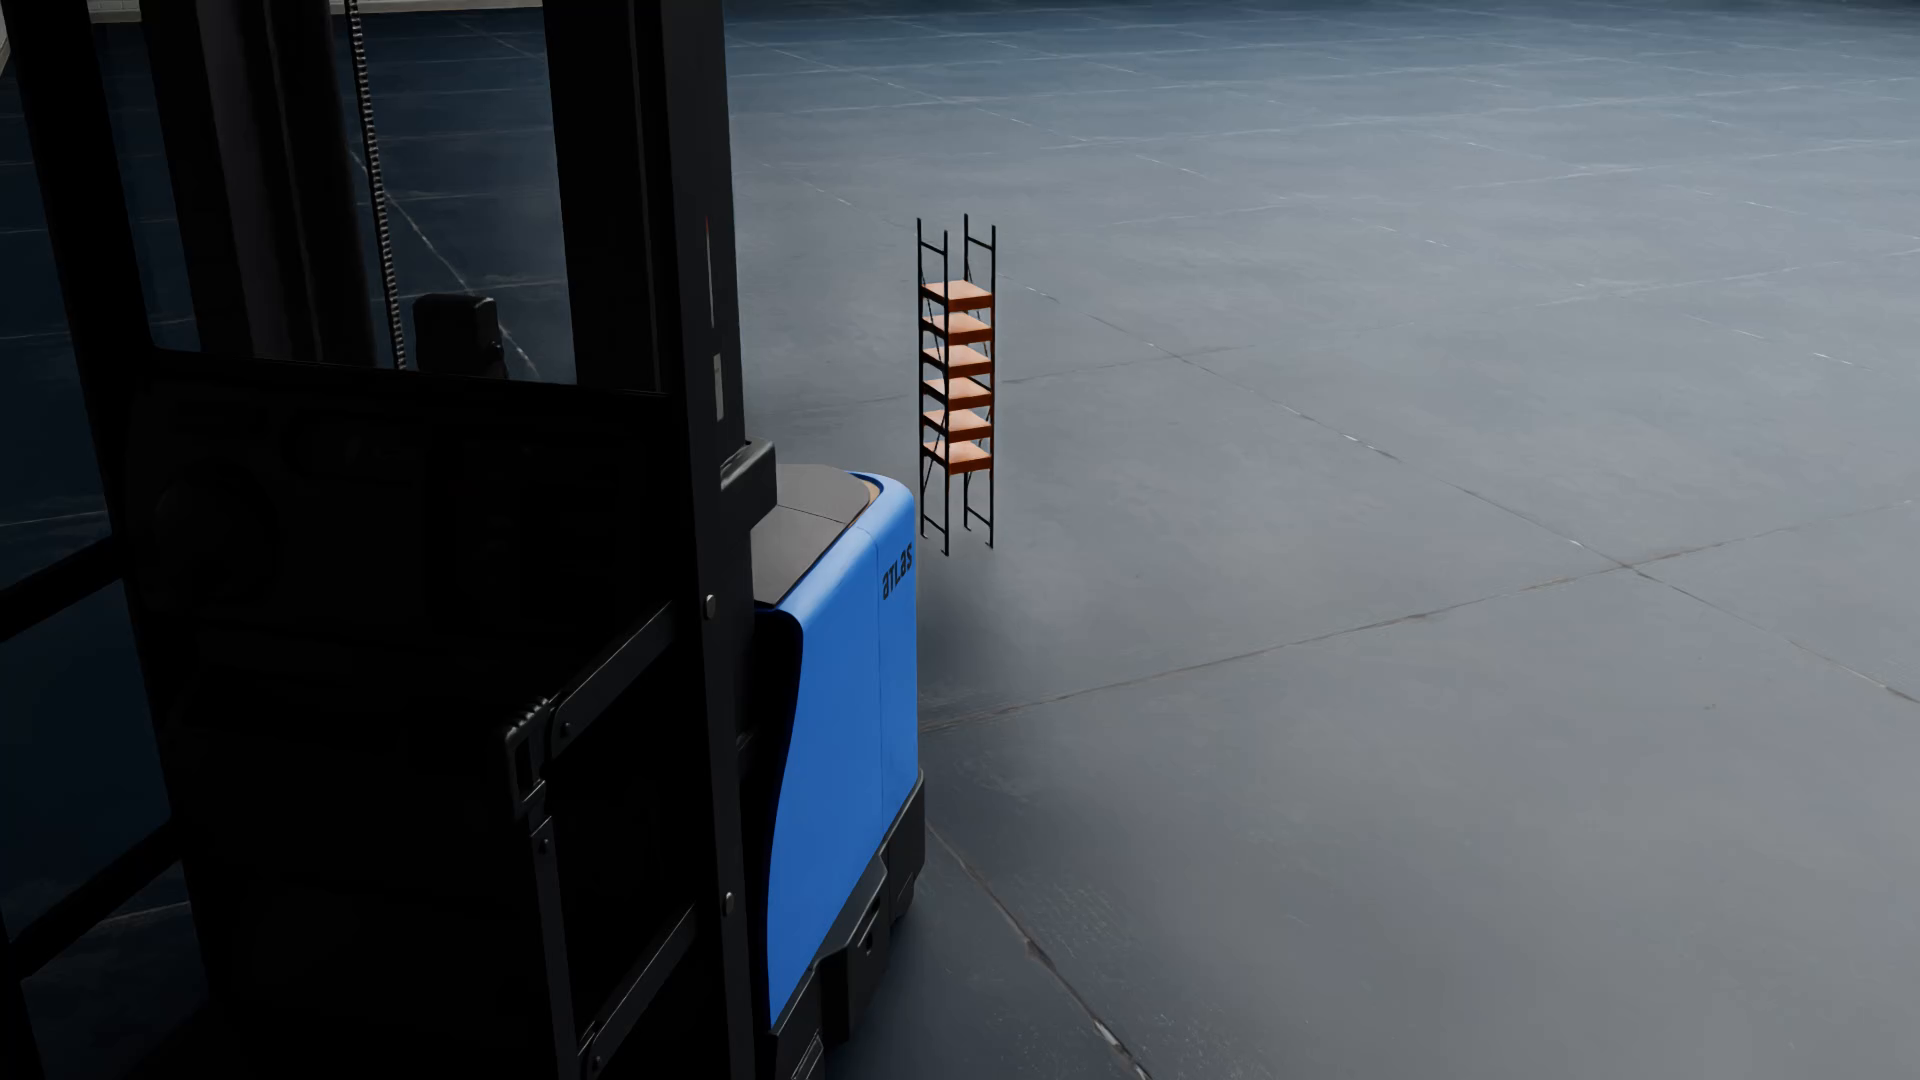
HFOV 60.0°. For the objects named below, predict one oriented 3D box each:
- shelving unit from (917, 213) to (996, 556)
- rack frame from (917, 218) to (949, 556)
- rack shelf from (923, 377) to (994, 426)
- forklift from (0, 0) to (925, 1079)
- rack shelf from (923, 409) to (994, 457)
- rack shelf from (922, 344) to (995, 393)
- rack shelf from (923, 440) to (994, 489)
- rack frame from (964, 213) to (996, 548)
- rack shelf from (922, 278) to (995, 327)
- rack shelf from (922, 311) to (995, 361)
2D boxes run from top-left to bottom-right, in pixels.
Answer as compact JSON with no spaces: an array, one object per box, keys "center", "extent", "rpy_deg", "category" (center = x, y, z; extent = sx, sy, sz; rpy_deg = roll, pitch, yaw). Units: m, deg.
[{"center":[-0.013,-0.552,6.015],"extent":[0.189,1.200,0.258],"rpy_deg":[-10,25,-24],"category":"shelving unit"},{"center":[-0.095,-0.537,5.978],"extent":[0.006,1.200,0.240],"rpy_deg":[-10,25,-24],"category":"rack frame"},{"center":[-0.013,-0.511,6.032],"extent":[0.180,0.103,0.258],"rpy_deg":[-10,25,-24],"category":"rack shelf"},{"center":[-0.975,-0.017,2.458],"extent":[1.130,2.935,3.031],"rpy_deg":[6,23,14],"category":"forklift"},{"center":[-0.013,-0.400,6.078],"extent":[0.180,0.103,0.258],"rpy_deg":[-10,25,-24],"category":"rack shelf"},{"center":[-0.013,-0.622,5.986],"extent":[0.180,0.103,0.258],"rpy_deg":[-10,25,-24],"category":"rack shelf"},{"center":[-0.013,-0.289,6.124],"extent":[0.180,0.103,0.258],"rpy_deg":[-10,25,-24],"category":"rack shelf"},{"center":[0.069,-0.567,6.051],"extent":[0.006,1.200,0.240],"rpy_deg":[-10,25,-24],"category":"rack frame"},{"center":[-0.013,-0.844,5.894],"extent":[0.180,0.103,0.258],"rpy_deg":[-10,25,-24],"category":"rack shelf"},{"center":[-0.013,-0.733,5.940],"extent":[0.180,0.103,0.258],"rpy_deg":[-10,25,-24],"category":"rack shelf"}]
